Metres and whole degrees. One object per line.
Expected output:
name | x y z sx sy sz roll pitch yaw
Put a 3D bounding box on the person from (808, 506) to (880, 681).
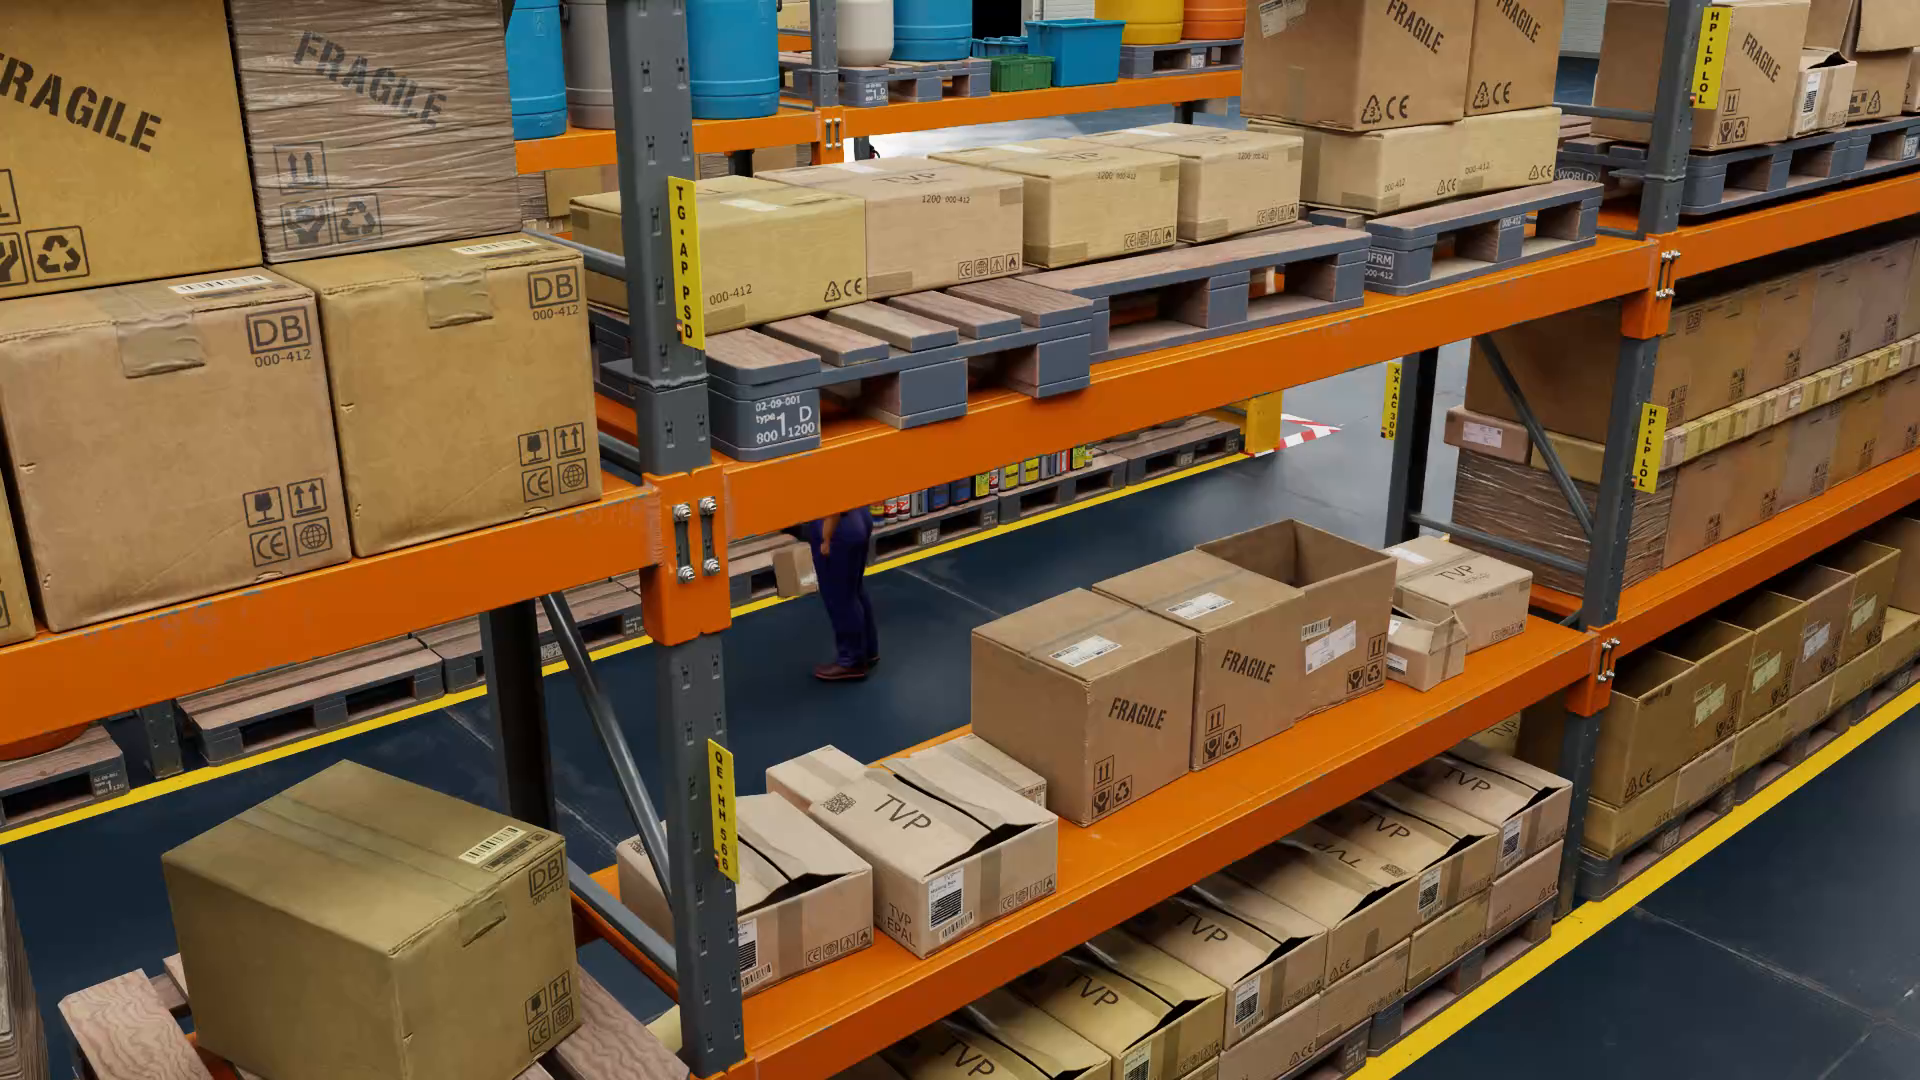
person | -0.633 -0.067 8.740 0.369 1.656 0.614 3 21 8
